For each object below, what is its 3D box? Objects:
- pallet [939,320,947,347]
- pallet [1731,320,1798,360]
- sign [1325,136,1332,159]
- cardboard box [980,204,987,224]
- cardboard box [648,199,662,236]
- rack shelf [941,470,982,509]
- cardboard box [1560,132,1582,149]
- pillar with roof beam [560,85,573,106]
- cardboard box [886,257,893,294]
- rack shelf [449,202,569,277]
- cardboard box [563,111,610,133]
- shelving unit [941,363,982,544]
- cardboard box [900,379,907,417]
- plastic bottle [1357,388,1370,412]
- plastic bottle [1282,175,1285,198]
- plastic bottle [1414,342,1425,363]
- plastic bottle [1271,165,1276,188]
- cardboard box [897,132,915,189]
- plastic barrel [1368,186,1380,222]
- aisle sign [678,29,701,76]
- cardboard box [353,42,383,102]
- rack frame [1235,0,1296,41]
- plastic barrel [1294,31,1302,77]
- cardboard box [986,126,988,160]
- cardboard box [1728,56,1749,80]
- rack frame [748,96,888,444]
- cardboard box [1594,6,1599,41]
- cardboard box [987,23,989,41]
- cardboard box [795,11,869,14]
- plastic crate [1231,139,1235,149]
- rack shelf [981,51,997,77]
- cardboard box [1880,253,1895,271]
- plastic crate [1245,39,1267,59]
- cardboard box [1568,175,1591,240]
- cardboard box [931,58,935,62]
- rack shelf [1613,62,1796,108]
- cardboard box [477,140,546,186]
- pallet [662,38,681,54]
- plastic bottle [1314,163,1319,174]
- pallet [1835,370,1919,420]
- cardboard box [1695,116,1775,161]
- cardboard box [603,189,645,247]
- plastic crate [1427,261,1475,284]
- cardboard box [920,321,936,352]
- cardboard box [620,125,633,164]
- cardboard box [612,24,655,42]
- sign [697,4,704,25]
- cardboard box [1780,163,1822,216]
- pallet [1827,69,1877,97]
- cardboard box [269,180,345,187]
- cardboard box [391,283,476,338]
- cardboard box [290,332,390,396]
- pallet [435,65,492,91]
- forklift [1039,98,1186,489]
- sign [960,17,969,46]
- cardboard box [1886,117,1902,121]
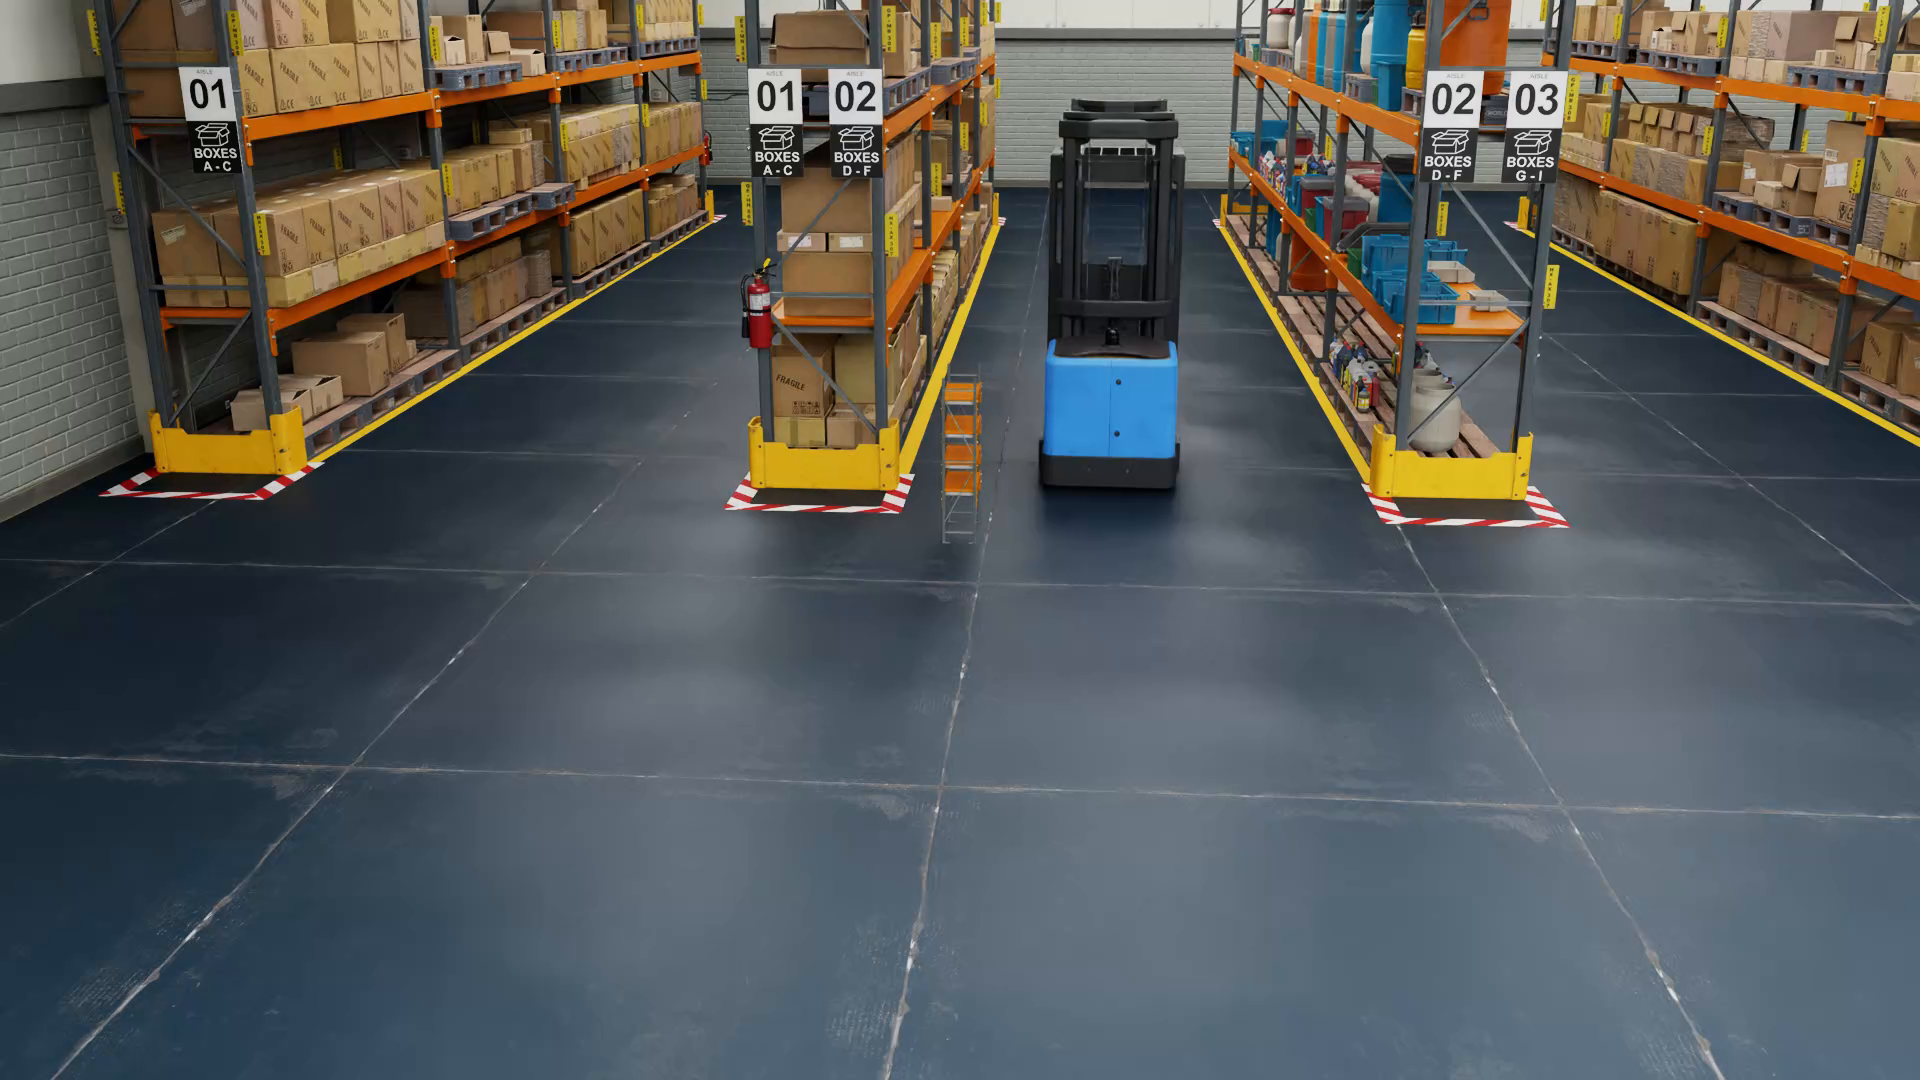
[{"bbox_3d":[-0.689,-2.414,18.952,1.003,0.211,1.213,1,18,4],"label":"pallet"},{"bbox_3d":[9.232,-2.204,18.311,1.003,0.211,1.213,1,18,4],"label":"pallet"},{"bbox_3d":[5.275,-5.621,23.817,0.100,0.325,0.005,1,18,4],"label":"sign"},{"bbox_3d":[0.181,-5.290,26.960,0.500,0.250,0.500,1,18,4],"label":"cardboard box"},{"bbox_3d":[-4.999,-4.965,25.600,0.700,0.500,0.500,2,18,5],"label":"cardboard box"},{"bbox_3d":[0.012,-0.369,11.976,0.258,0.148,0.480,1,18,4],"label":"rack shelf"},{"bbox_3d":[9.579,-6.244,25.924,0.500,0.250,0.500,1,18,2],"label":"cardboard box"},{"bbox_3d":[-1.674,-8.715,24.069,9.100,9.000,0.400,1,18,4],"label":"pillar with roof beam"},{"bbox_3d":[-0.954,-2.397,14.260,0.700,0.500,0.500,1,18,4],"label":"cardboard box"},{"bbox_3d":[-5.585,-3.518,18.999,1.077,0.370,4.000,1,18,4],"label":"rack shelf"},{"bbox_3d":[-5.052,-5.652,22.481,0.500,0.250,0.500,1,18,3],"label":"cardboard box"},{"bbox_3d":[0.012,-0.622,11.893,0.258,1.200,0.503,1,18,4],"label":"shelving unit"},{"bbox_3d":[-0.746,-1.253,14.670,0.500,0.250,0.500,1,18,4],"label":"cardboard box"},{"bbox_3d":[3.560,-1.235,14.663,0.097,0.201,0.097,0,18,0],"label":"plastic bottle"},{"bbox_3d":[4.059,-4.412,20.757,0.061,0.283,0.133,1,18,4],"label":"plastic bottle"},{"bbox_3d":[4.380,-1.702,15.848,0.144,0.351,0.185,0,18,1],"label":"plastic bottle"},{"bbox_3d":[4.148,-4.794,21.923,0.061,0.283,0.133,1,18,4],"label":"plastic bottle"},{"bbox_3d":[-0.813,-3.656,16.019,0.700,0.500,0.500,1,18,4],"label":"cardboard box"},{"bbox_3d":[4.440,-3.375,17.187,0.433,0.535,0.433,0,18,0],"label":"plastic barrel"},{"bbox_3d":[-4.564,-8.217,28.008,0.394,0.787,0.004,1,18,4],"label":"aisle sign"},{"bbox_3d":[-5.569,-4.230,15.004,0.500,0.500,0.500,1,18,2],"label":"cardboard box"},{"bbox_3d":[5.013,-9.596,26.756,1.000,3.000,0.127,1,18,4],"label":"rack frame"},{"bbox_3d":[4.112,-5.649,19.350,0.421,0.512,0.421,0,18,0],"label":"plastic barrel"},{"bbox_3d":[0.166,-6.129,25.648,0.500,0.500,0.500,1,18,4],"label":"cardboard box"},{"bbox_3d":[9.092,-5.364,18.898,0.500,0.250,0.500,2,18,5],"label":"cardboard box"},{"bbox_3d":[-1.074,-1.887,12.866,1.000,3.000,0.127,1,18,4],"label":"rack frame"},{"bbox_3d":[9.885,-7.683,24.739,0.700,0.500,0.500,2,18,6],"label":"cardboard box"},{"bbox_3d":[0.186,-7.817,25.583,0.500,0.250,0.500,1,18,4],"label":"cardboard box"},{"bbox_3d":[-1.032,-4.362,14.535,0.797,0.503,0.637,3,18,10],"label":"cardboard box"},{"bbox_3d":[4.561,-6.481,27.212,0.250,0.136,0.298,1,18,4],"label":"plastic crate"},{"bbox_3d":[-0.071,-7.319,25.781,1.077,0.370,4.000,1,18,4],"label":"rack shelf"},{"bbox_3d":[8.756,-2.572,15.360,0.380,0.149,0.250,1,18,4],"label":"cardboard box"},{"bbox_3d":[4.546,-7.433,25.162,0.437,0.282,0.530,1,18,4],"label":"plastic crate"},{"bbox_3d":[9.858,-5.065,25.300,0.875,0.875,0.875,1,18,4],"label":"cardboard box"},{"bbox_3d":[-0.549,-5.443,18.466,0.500,0.250,0.500,1,18,3],"label":"cardboard box"},{"bbox_3d":[9.523,-5.854,21.311,1.077,0.370,4.000,1,18,4],"label":"rack shelf"},{"bbox_3d":[-5.466,-4.592,20.252,0.700,0.500,0.500,-1,18,-3],"label":"cardboard box"},{"bbox_3d":[-4.996,-7.739,26.049,1.003,0.211,1.213,1,18,4],"label":"pallet"},{"bbox_3d":[4.806,-4.925,22.343,0.097,0.271,0.097,0,18,0],"label":"plastic bottle"},{"bbox_3d":[9.080,-1.373,15.774,1.003,0.211,1.213,1,18,4],"label":"pallet"},{"bbox_3d":[9.448,-4.901,20.290,0.797,0.503,0.637,2,18,6],"label":"cardboard box"},{"bbox_3d":[-5.072,-4.697,24.218,0.750,0.750,0.750,1,18,5],"label":"cardboard box"},{"bbox_3d":[4.289,-2.383,14.801,0.530,0.136,0.437,1,18,4],"label":"plastic crate"},{"bbox_3d":[-0.512,-2.142,17.385,0.500,0.250,0.500,1,18,3],"label":"cardboard box"},{"bbox_3d":[-4.964,-5.615,23.570,0.500,0.500,0.500,1,18,4],"label":"cardboard box"},{"bbox_3d":[-4.843,-7.534,24.686,0.500,0.250,0.500,1,18,4],"label":"cardboard box"},{"bbox_3d":[-4.328,-8.758,27.723,0.100,0.325,0.005,1,18,4],"label":"sign"},{"bbox_3d":[9.125,-3.697,17.547,0.797,0.503,0.637,3,18,10],"label":"cardboard box"},{"bbox_3d":[9.243,-4.433,16.119,1.213,0.211,1.003,1,18,4],"label":"pallet"},{"bbox_3d":[-6.053,-3.077,15.501,0.500,0.500,0.500,2,18,5],"label":"cardboard box"},{"bbox_3d":[-5.693,-2.489,18.011,0.700,0.500,0.500,2,18,6],"label":"cardboard box"},{"bbox_3d":[-5.733,-1.635,15.403,0.700,0.500,0.500,0,18,0],"label":"cardboard box"},{"bbox_3d":[-5.578,-4.765,17.131,1.213,0.211,1.003,1,18,4],"label":"pallet"},{"bbox_3d":[1.295,-2.205,13.946,1.130,2.935,3.031,2,18,5],"label":"forklift"},{"bbox_3d":[0.052,-6.066,19.843,0.100,0.325,0.005,1,18,4],"label":"sign"},{"bbox_3d":[14.525,-6.229,25.478,0.500,0.500,0.500,2,18,5],"label":"cardboard box"}]
